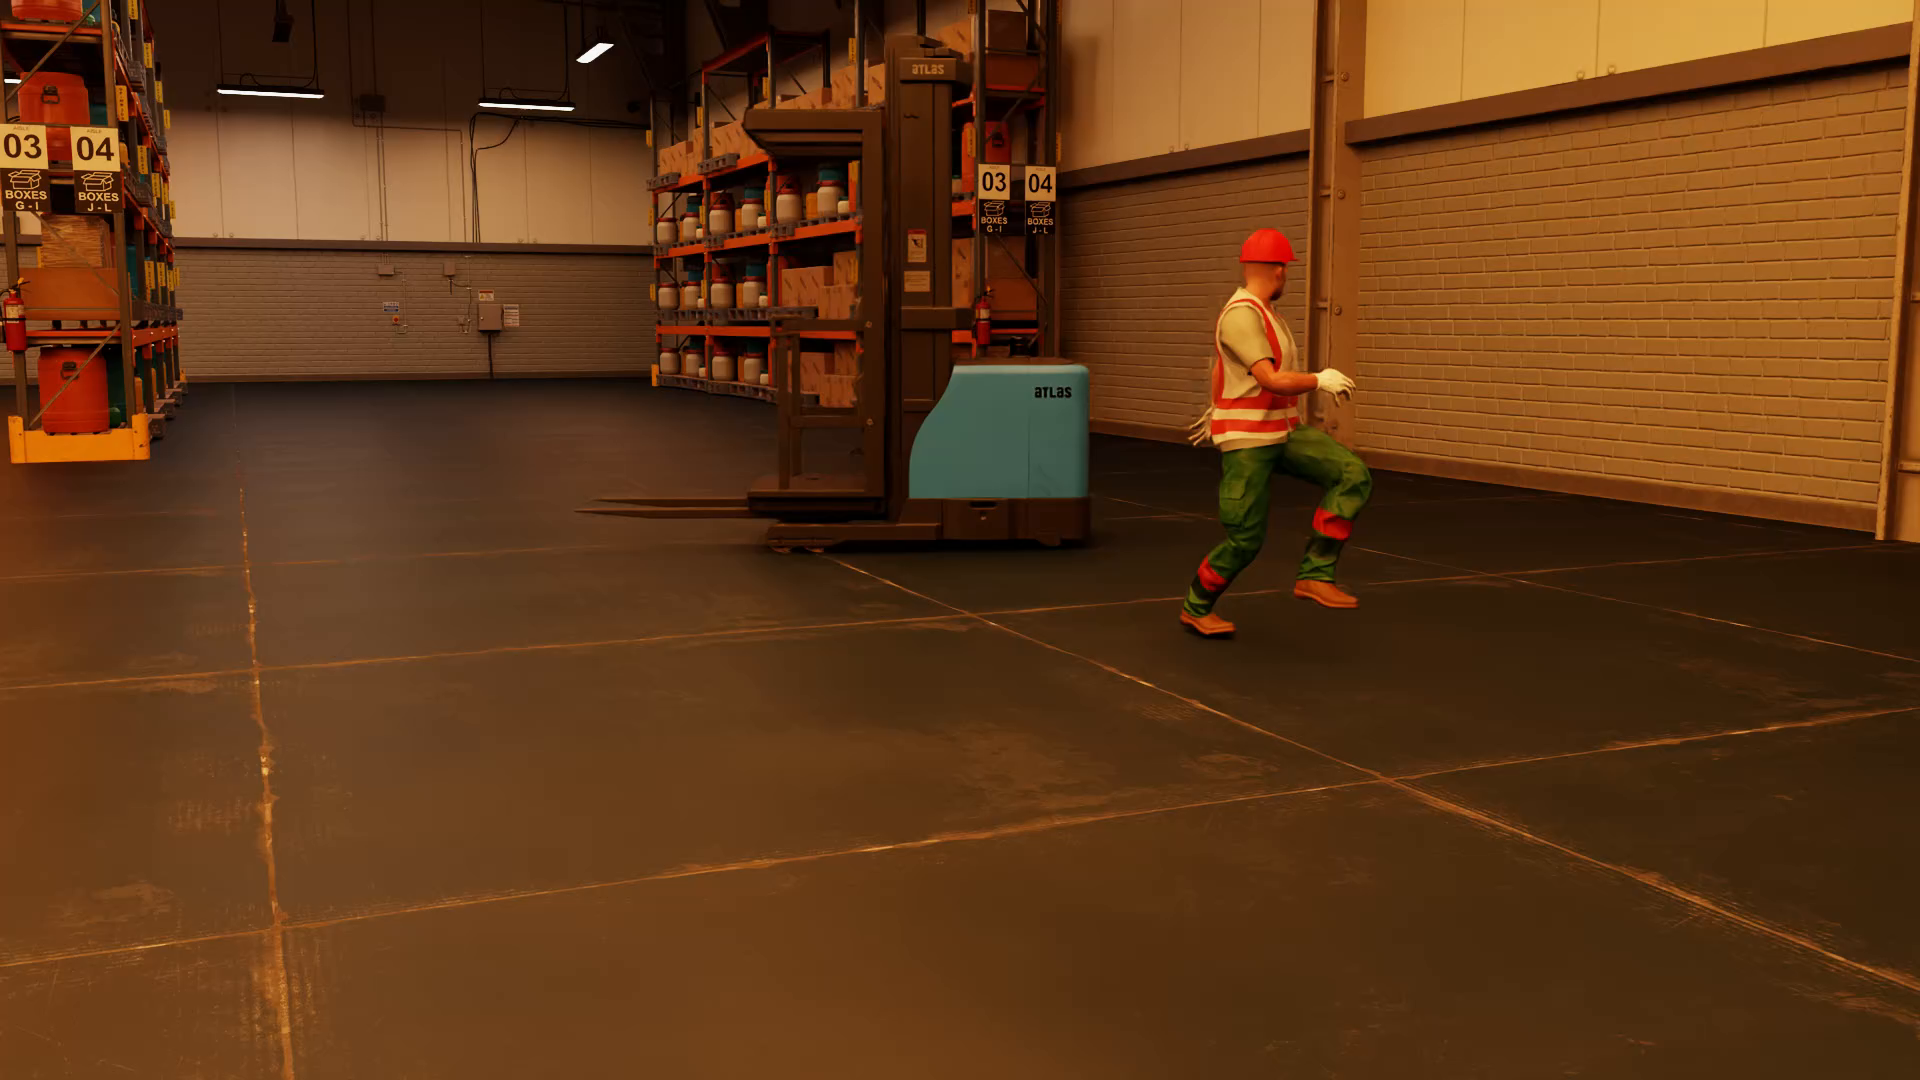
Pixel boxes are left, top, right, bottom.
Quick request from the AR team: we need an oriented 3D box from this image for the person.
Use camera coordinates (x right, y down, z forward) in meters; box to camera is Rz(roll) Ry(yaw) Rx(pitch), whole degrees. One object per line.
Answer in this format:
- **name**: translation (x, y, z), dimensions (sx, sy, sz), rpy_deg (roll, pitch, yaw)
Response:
- **person**: translation (1.241, -0.420, 6.819), dimensions (0.992, 1.686, 0.557), rpy_deg (7, 10, 43)

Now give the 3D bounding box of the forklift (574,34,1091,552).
- **forklift**: translation (-0.760, -1.451, 9.945), dimensions (3.031, 2.935, 1.130), rpy_deg (0, 8, -1)
